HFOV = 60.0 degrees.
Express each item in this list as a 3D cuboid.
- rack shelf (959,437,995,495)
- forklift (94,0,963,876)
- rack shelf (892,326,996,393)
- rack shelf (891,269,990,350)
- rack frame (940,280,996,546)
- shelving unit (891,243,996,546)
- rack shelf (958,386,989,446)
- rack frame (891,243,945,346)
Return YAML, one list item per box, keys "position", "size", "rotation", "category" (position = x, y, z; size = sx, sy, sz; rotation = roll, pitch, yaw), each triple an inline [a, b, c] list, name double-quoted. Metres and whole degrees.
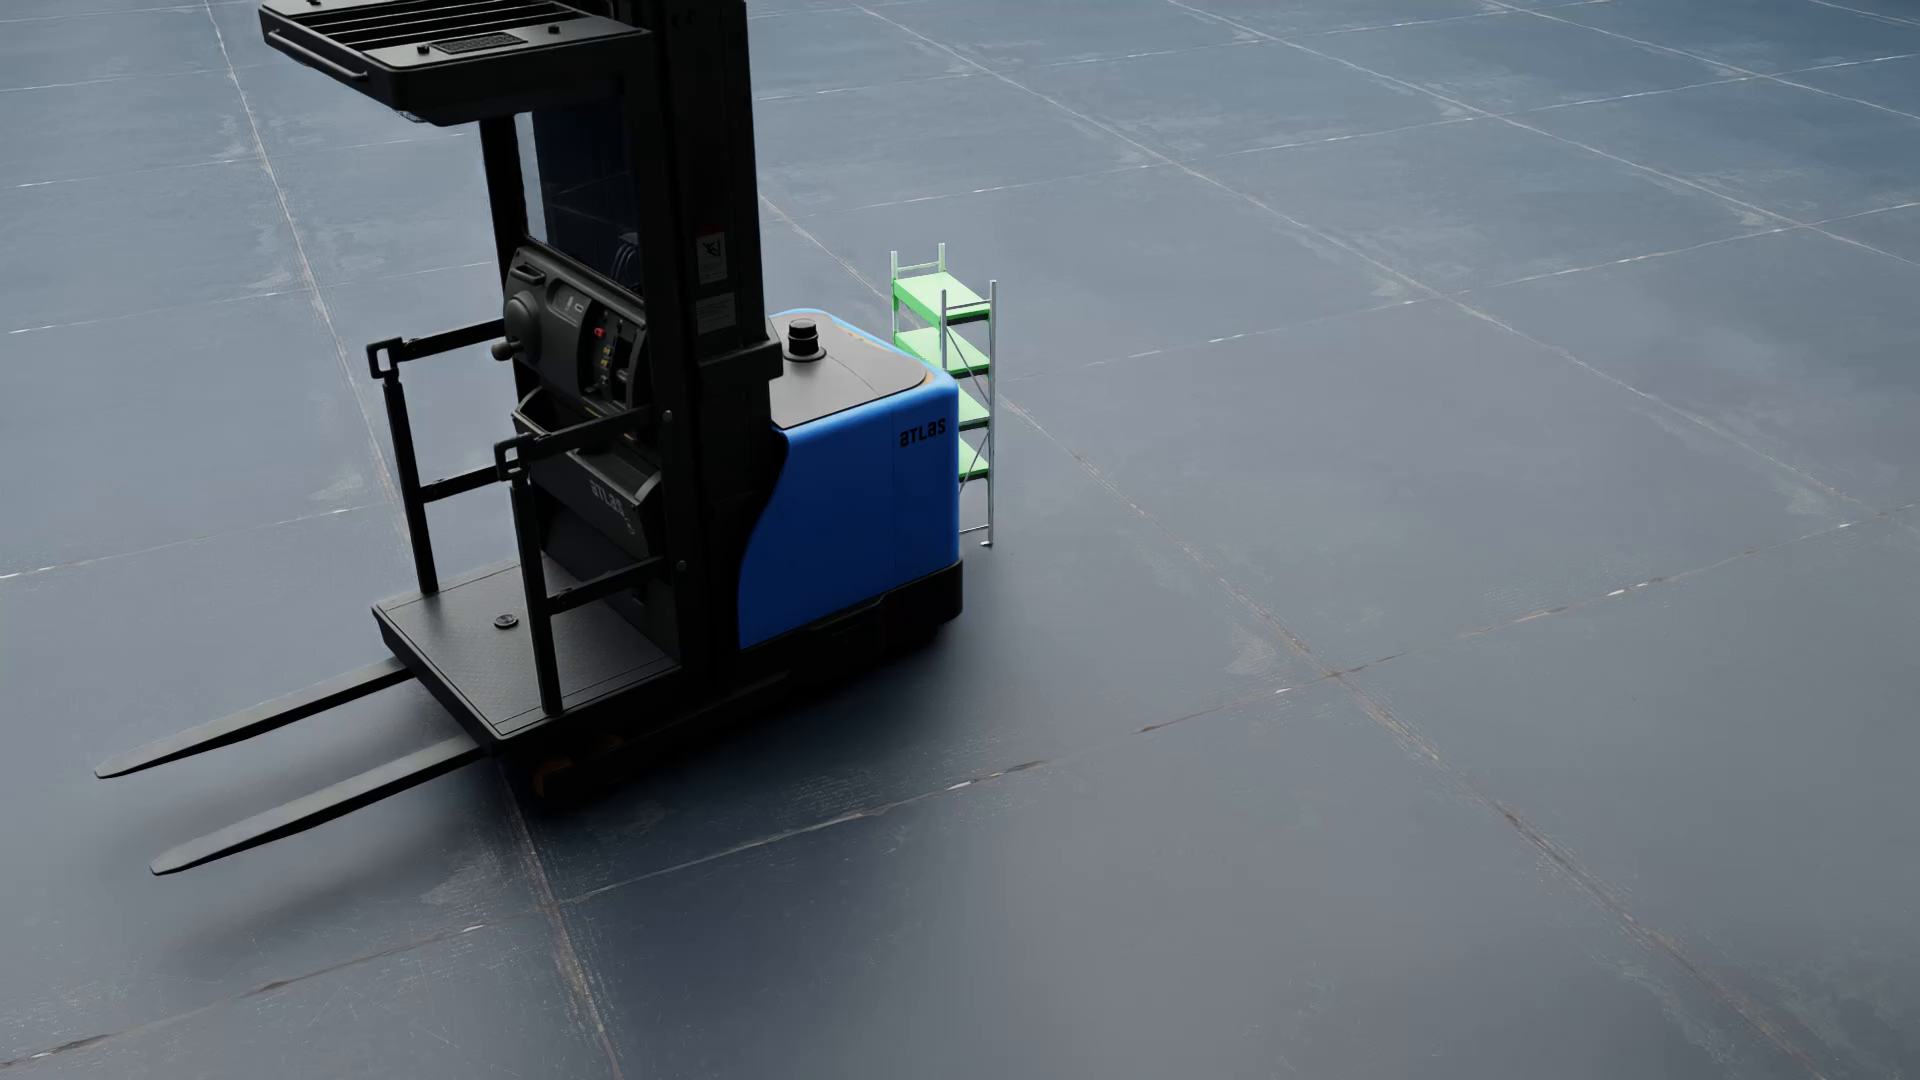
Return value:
- position: [-0.071, -0.331, 7.236]
  size: [0.258, 0.148, 0.480]
  rotation: [-13, 32, -22]
  category: "rack shelf"
- position: [-1.454, -0.669, 5.447]
  size: [3.031, 2.935, 1.130]
  rotation: [-22, 36, -33]
  category: "forklift"
- position: [-0.071, -0.750, 7.001]
  size: [0.258, 0.148, 0.480]
  rotation: [-13, 32, -22]
  category: "rack shelf"
- position: [-0.071, -0.959, 6.883]
  size: [0.258, 0.148, 0.480]
  rotation: [-13, 32, -22]
  category: "rack shelf"
- position: [0.034, -0.489, 6.895]
  size: [0.240, 1.200, 0.015]
  rotation: [-13, 32, -22]
  category: "rack frame"
- position: [-0.071, -0.596, 7.087]
  size: [0.258, 1.200, 0.503]
  rotation: [-13, 32, -22]
  category: "shelving unit"
- position: [-0.071, -0.541, 7.118]
  size: [0.258, 0.148, 0.480]
  rotation: [-13, 32, -22]
  category: "rack shelf"
- position: [-0.176, -0.704, 7.279]
  size: [0.240, 1.200, 0.015]
  rotation: [-13, 32, -22]
  category: "rack frame"
